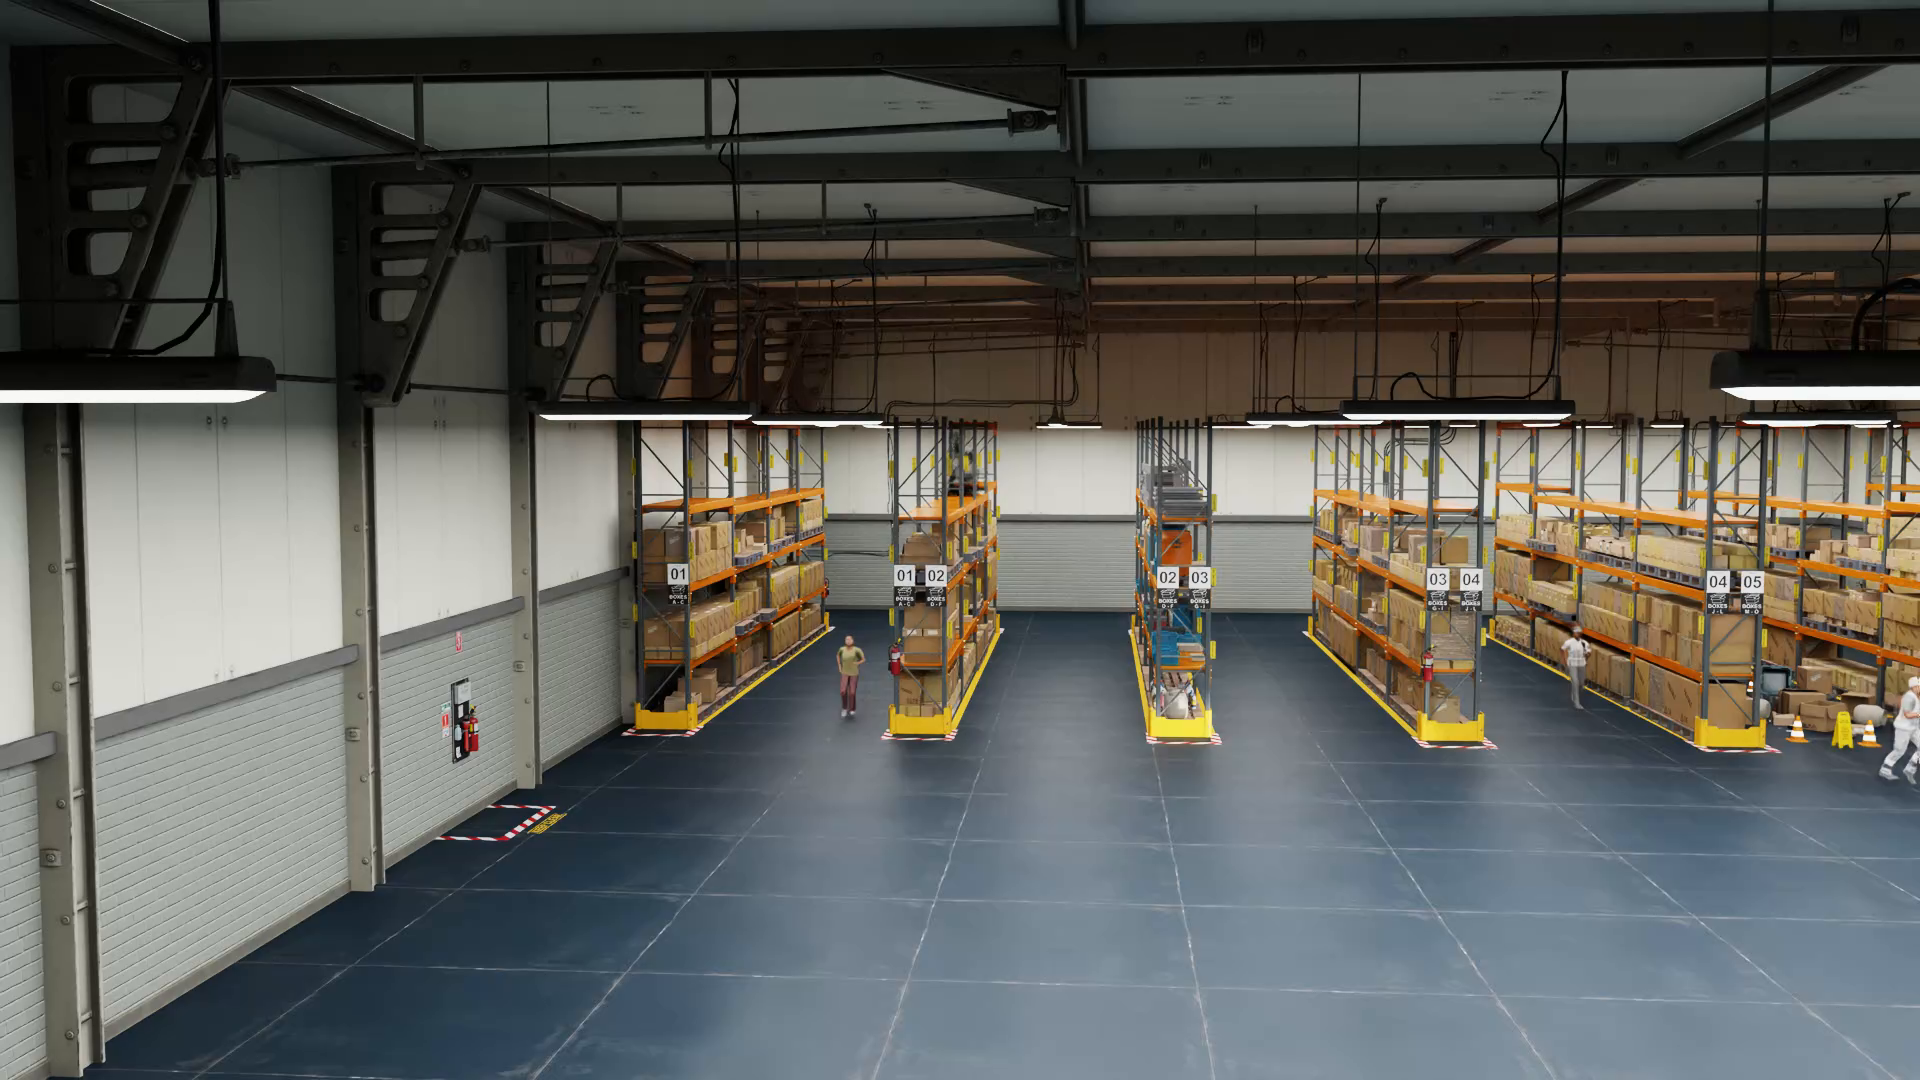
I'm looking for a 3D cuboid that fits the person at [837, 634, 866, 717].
[{"bbox_3d":[-2.193,2.717,33.291,0.614,1.669,0.593,0,4,8],"label":"person"}]

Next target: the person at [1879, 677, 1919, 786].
[{"bbox_3d":[15.316,3.082,26.874,0.620,1.785,0.829,-3,5,-36],"label":"person"}]

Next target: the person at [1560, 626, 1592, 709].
[{"bbox_3d":[12.787,2.611,34.491,0.581,1.676,0.911,0,4,2],"label":"person"}]
